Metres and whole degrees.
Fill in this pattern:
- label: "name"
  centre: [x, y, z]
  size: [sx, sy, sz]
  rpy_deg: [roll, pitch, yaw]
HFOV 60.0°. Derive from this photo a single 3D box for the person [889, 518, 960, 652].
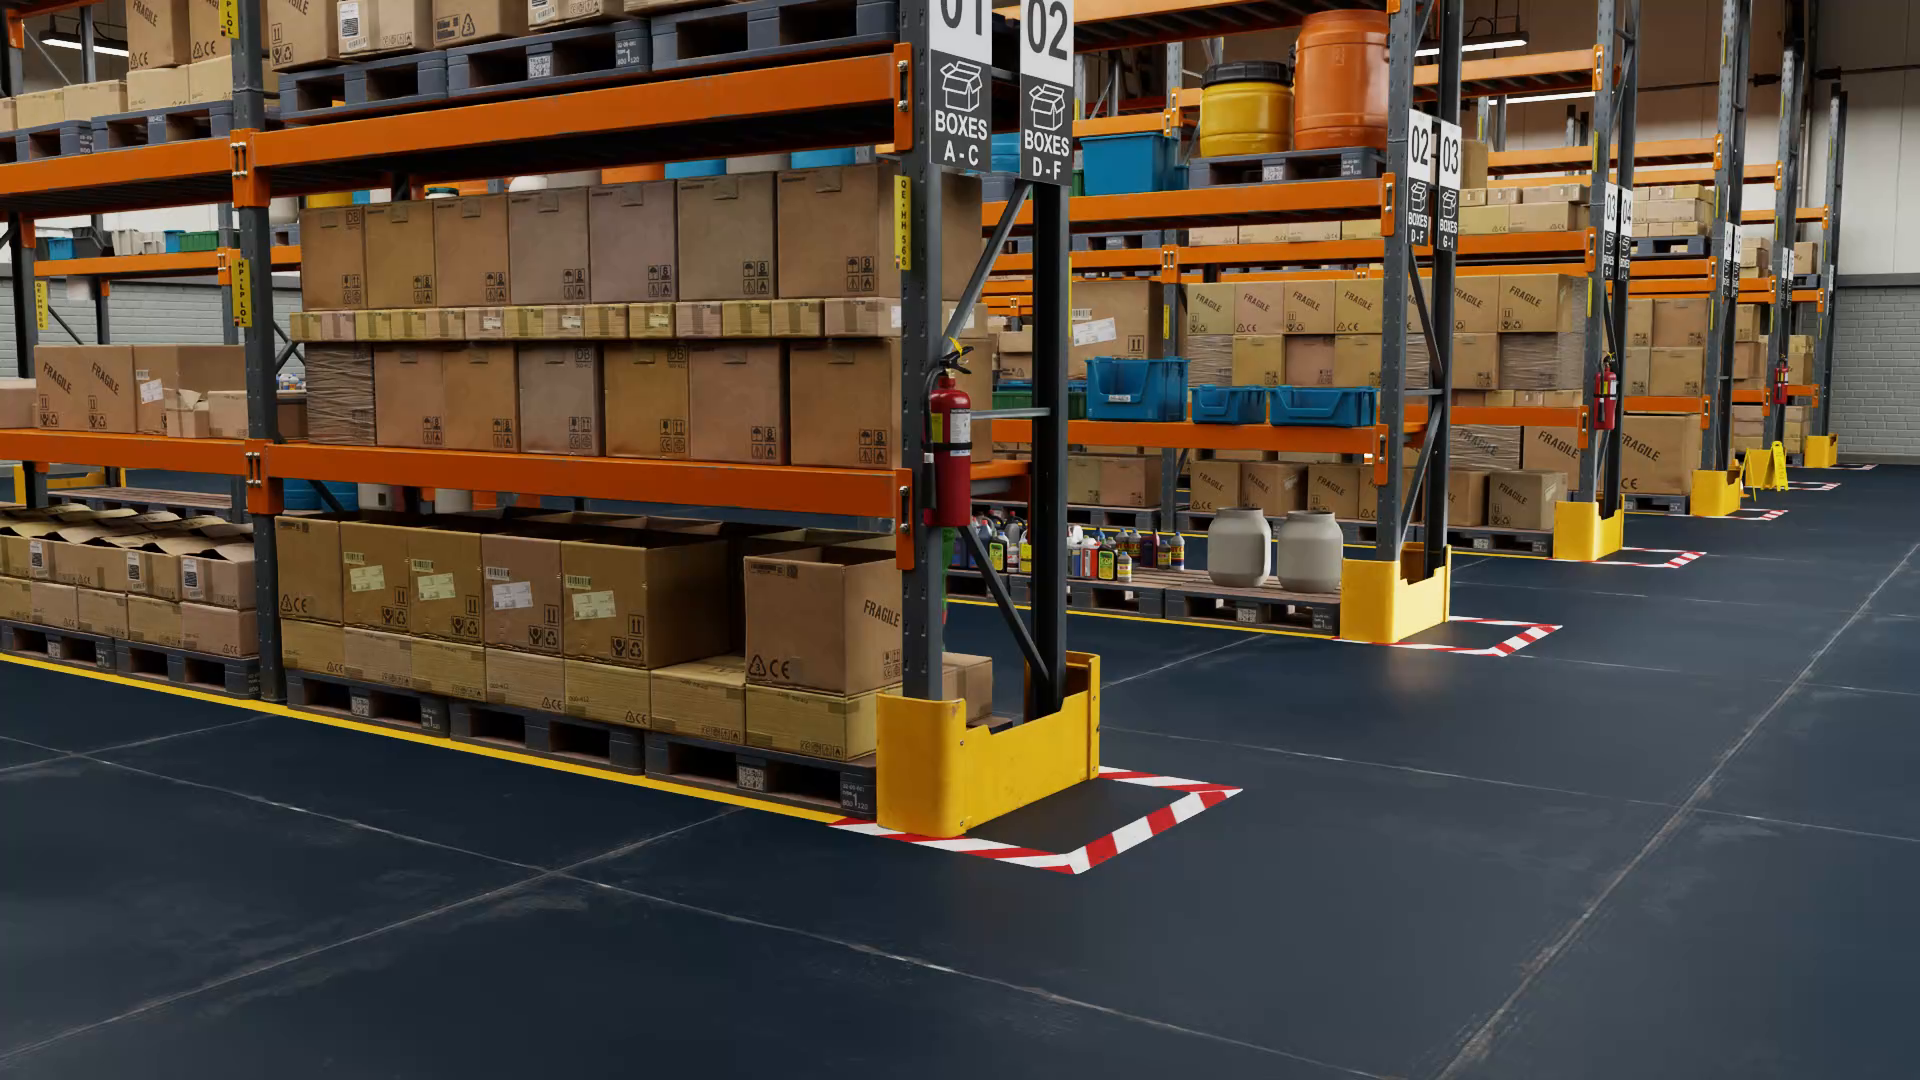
- label: "person"
  centre: [-0.183, -0.153, 9.000]
  size: [0.626, 1.793, 0.575]
  rpy_deg: [6, 8, 42]
